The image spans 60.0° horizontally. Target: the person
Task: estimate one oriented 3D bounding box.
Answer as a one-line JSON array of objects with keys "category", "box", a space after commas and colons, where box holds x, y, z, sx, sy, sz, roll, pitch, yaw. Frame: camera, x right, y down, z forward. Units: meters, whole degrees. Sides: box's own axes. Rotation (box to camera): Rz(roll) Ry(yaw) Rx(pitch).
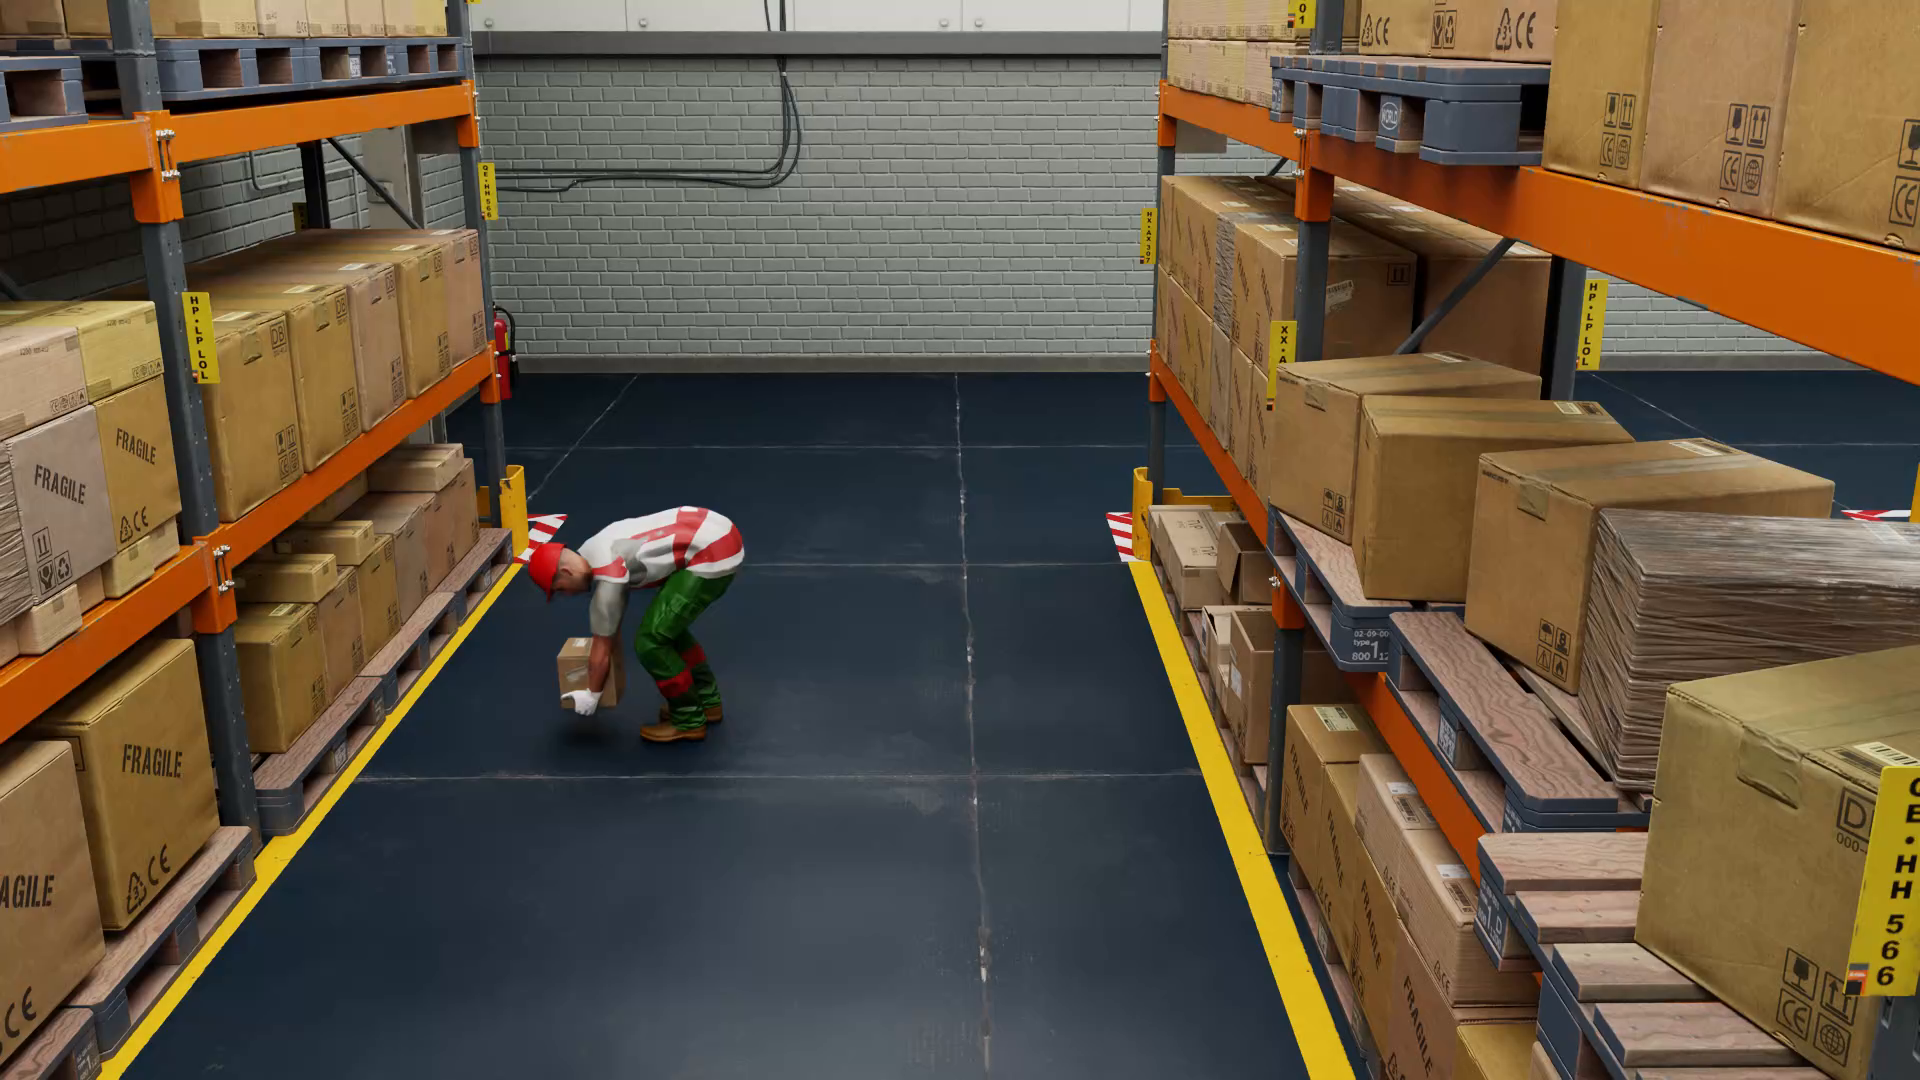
[{"category": "person", "box": [-1.445, 0.375, 7.529, 0.959, 1.049, 0.509, -1, 17, -3]}]
